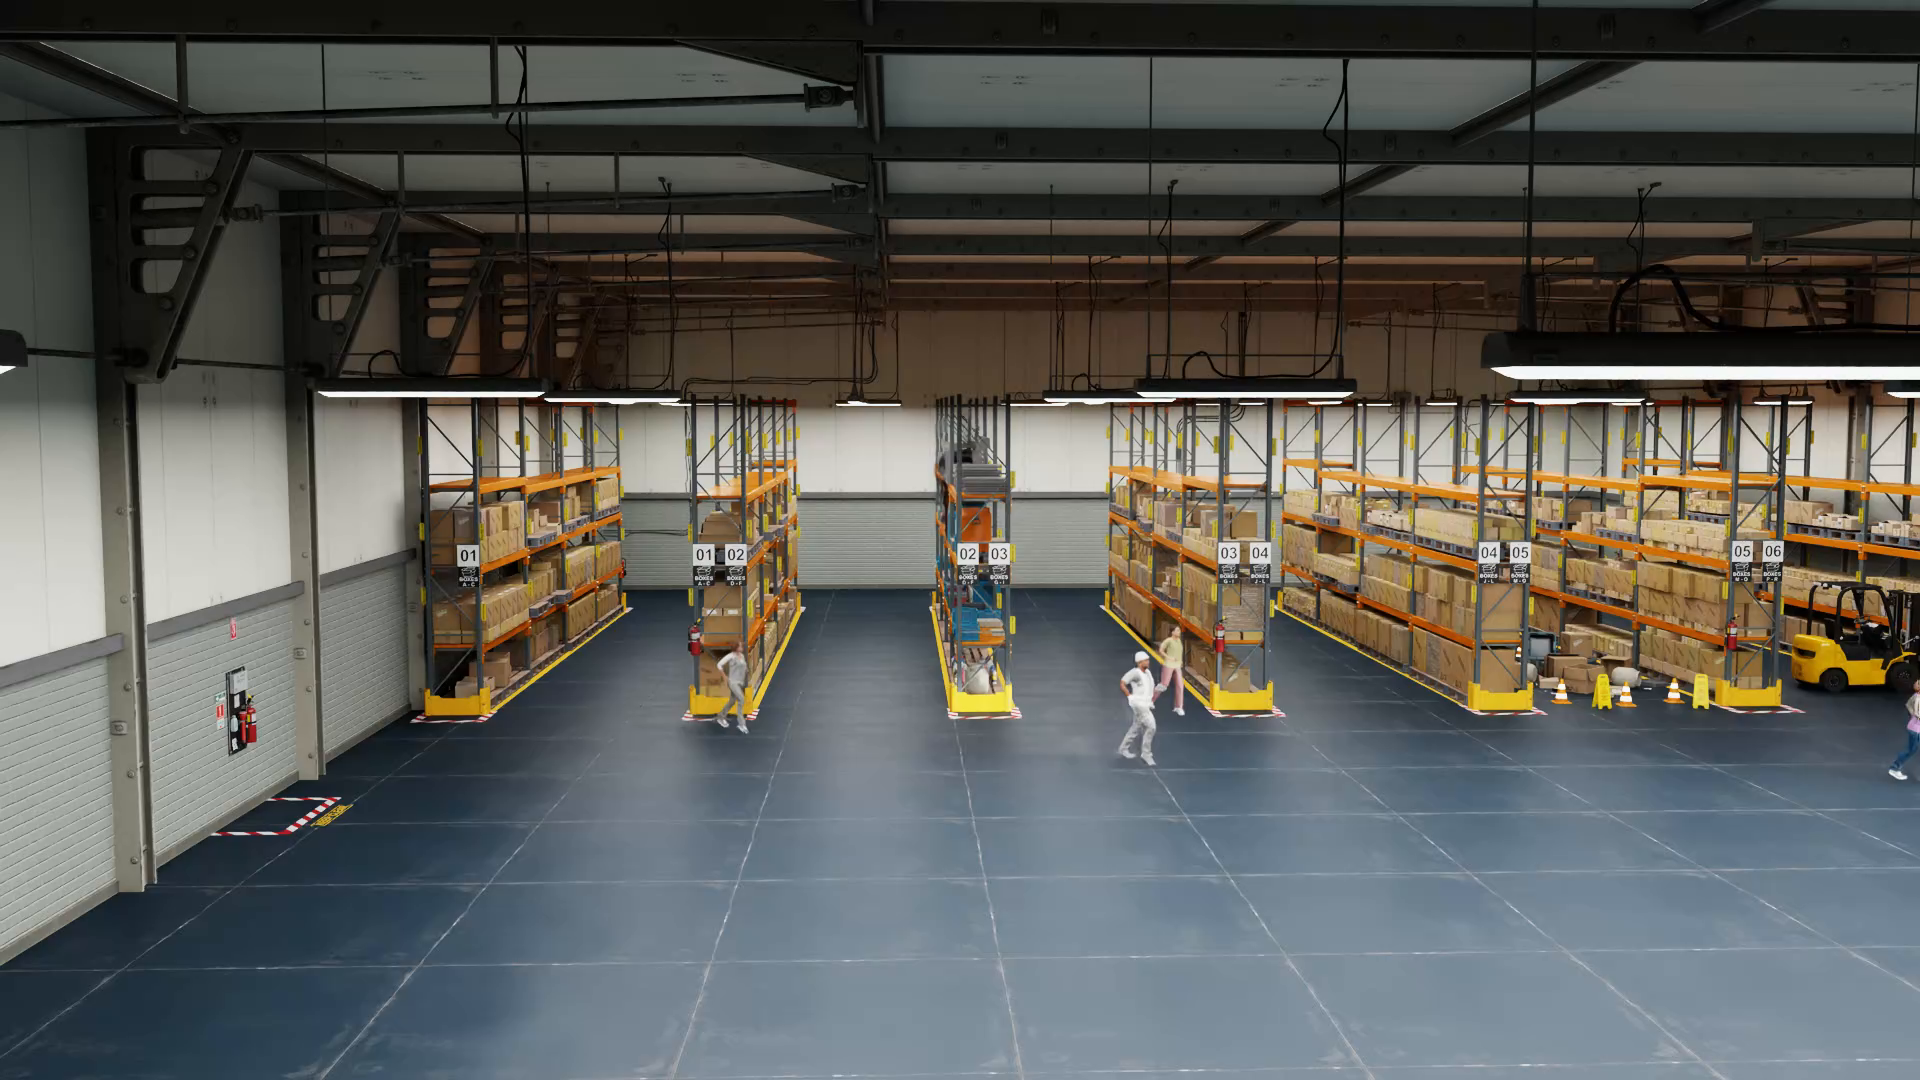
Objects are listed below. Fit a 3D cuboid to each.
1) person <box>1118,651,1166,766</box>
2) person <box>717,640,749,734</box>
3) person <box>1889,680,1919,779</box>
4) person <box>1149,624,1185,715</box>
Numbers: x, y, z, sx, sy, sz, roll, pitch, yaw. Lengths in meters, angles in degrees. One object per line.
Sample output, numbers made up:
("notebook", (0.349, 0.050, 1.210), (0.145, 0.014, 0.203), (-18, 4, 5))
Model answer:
("person", (2.930, 2.722, 26.905), (0.789, 1.846, 0.657), (2, 5, 22))
("person", (-4.015, 2.590, 29.634), (0.719, 1.631, 0.560), (2, 5, 20))
("person", (14.565, 2.941, 25.305), (0.525, 1.612, 0.729), (-4, 6, -44))
("person", (4.024, 2.416, 31.370), (0.641, 1.652, 0.944), (-3, 5, -34))
